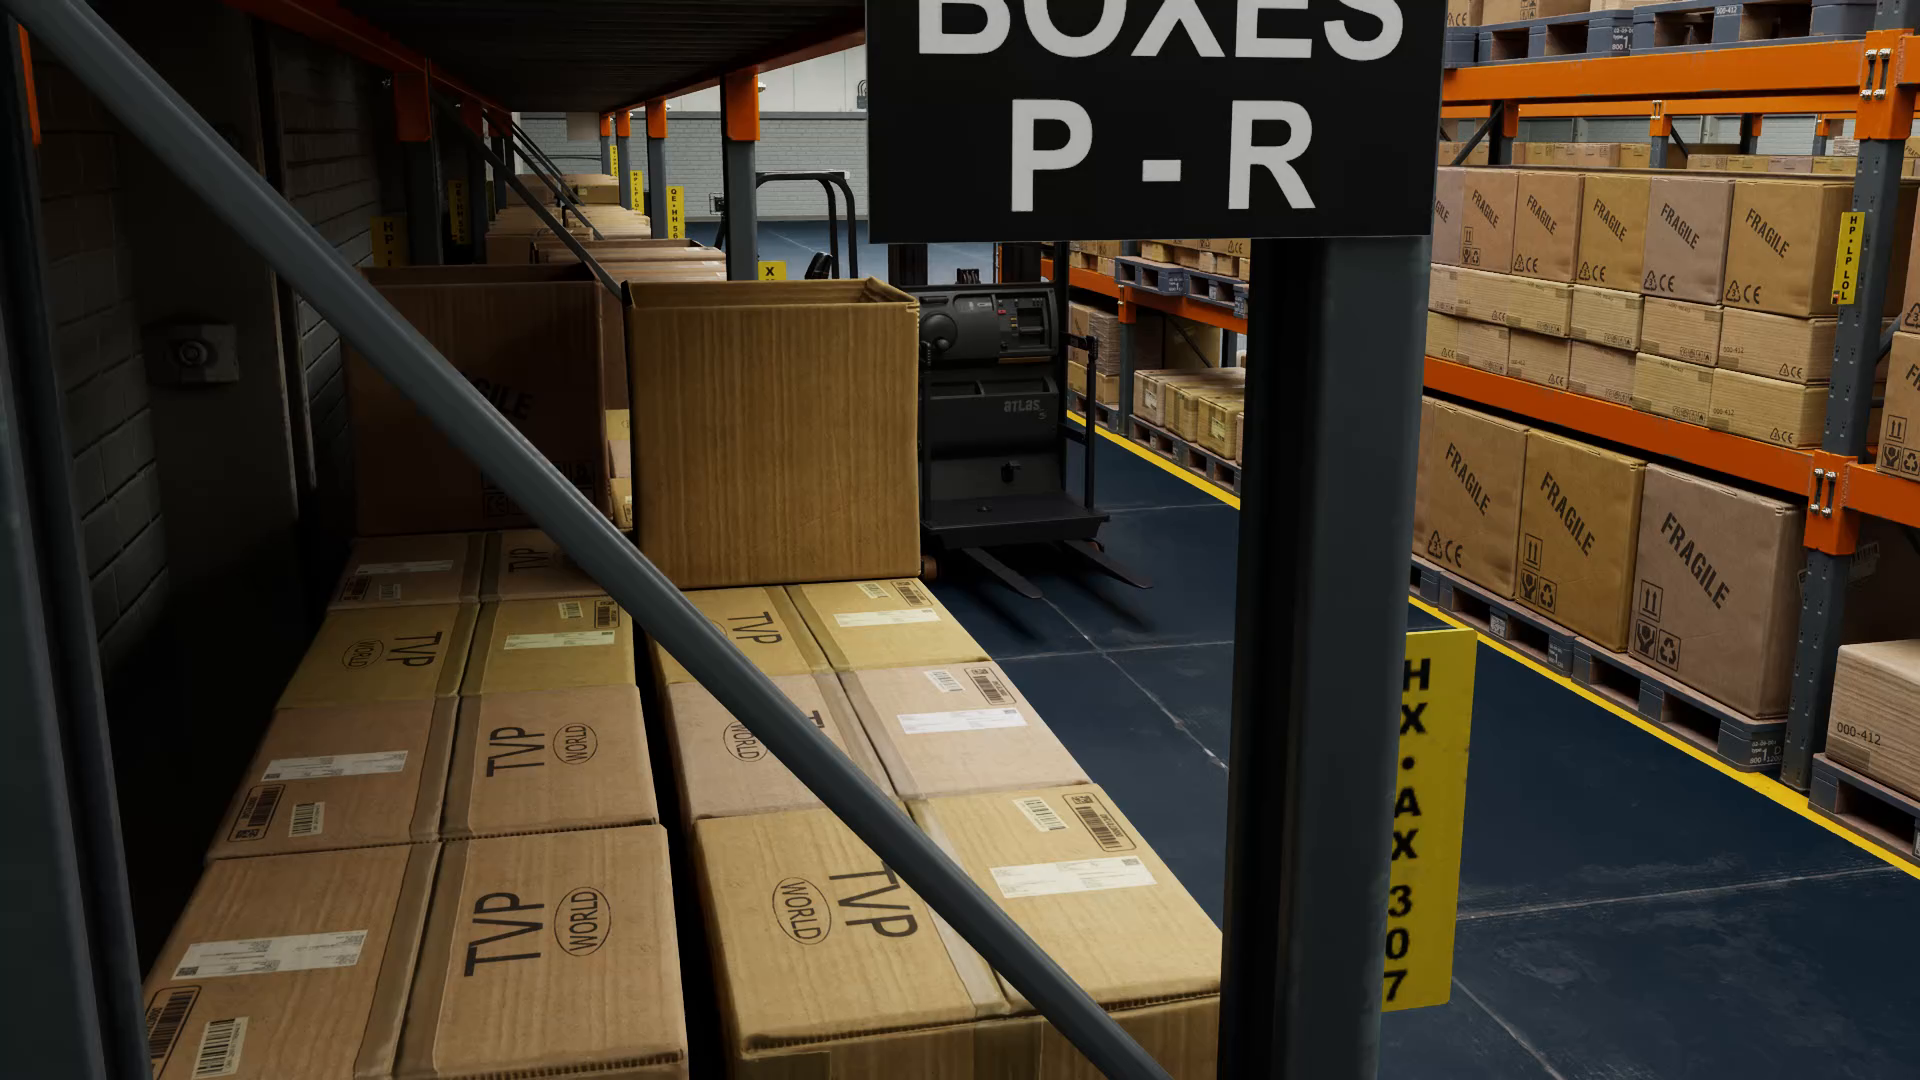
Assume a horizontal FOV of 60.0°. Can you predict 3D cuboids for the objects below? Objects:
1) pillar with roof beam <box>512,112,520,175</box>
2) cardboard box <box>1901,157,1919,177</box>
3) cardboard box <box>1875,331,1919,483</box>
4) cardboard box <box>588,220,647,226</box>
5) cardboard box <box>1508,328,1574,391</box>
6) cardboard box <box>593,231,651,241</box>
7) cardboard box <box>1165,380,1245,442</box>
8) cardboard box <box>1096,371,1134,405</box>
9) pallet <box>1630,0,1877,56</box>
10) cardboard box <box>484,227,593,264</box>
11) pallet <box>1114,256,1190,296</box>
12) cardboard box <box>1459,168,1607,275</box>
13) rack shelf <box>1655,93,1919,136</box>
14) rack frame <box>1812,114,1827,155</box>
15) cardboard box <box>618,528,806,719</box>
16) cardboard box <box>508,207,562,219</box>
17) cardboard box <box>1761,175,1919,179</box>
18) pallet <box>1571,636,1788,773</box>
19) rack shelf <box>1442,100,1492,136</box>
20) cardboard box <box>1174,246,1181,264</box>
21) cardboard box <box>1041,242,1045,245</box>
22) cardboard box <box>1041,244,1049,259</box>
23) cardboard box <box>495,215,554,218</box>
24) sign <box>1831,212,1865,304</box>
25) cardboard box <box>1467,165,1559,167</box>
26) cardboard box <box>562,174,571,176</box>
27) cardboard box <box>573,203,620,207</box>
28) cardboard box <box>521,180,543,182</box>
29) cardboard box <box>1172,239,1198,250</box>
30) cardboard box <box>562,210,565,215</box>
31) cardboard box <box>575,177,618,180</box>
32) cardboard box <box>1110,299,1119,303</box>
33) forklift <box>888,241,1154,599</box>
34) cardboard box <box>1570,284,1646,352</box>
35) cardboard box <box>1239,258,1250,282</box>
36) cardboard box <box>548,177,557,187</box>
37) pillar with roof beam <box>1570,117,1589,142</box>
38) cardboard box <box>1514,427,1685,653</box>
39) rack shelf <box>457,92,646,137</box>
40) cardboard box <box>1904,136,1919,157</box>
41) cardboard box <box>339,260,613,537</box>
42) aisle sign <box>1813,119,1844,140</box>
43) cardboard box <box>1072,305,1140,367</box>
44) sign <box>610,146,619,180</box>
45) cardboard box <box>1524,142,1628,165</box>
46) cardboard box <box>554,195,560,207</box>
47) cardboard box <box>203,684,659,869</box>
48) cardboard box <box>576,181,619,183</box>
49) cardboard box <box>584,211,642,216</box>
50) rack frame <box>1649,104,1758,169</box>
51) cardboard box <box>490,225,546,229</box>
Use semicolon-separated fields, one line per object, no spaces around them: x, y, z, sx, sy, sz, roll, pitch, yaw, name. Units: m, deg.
-6.091;-11.490;38.495;9.100;9.000;0.400;-3;14;-13;pillar with roof beam
7.226;-2.614;12.489;0.700;0.500;0.500;-4;14;-14;cardboard box
3.572;-0.445;5.716;0.500;0.500;0.500;-3;14;-11;cardboard box
-2.149;-1.915;10.367;0.380;0.149;0.250;-3;14;-12;cardboard box
3.022;-0.889;8.063;0.500;0.250;0.500;-3;14;-13;cardboard box
-1.836;-1.618;9.151;0.380;0.149;0.250;-3;14;-12;cardboard box
2.135;-1.005;12.874;0.950;0.372;0.625;-2;14;-10;cardboard box
1.437;-1.354;14.558;0.500;0.250;0.500;-3;14;-11;cardboard box
3.453;-2.092;6.752;0.805;0.209;1.217;-4;14;-15;pallet
-2.078;-1.289;8.288;0.500;0.500;0.500;-3;14;-11;cardboard box
1.875;-2.087;13.053;1.003;0.211;1.213;-3;14;-13;pallet
2.887;-1.614;8.397;0.500;0.500;0.500;-3;14;-12;cardboard box
7.095;-3.310;12.850;1.077;0.370;4.000;-3;14;-13;rack shelf
10.531;-3.840;19.823;1.000;3.000;0.127;-3;14;-13;rack frame
-0.395;0.140;3.222;0.500;0.250;0.500;-4;14;-15;cardboard box
-3.113;-2.358;12.179;0.380;0.149;0.250;-4;14;-14;cardboard box
3.746;-1.287;7.055;0.500;0.500;0.500;-3;14;-14;cardboard box
3.462;0.662;7.273;1.003;0.211;1.213;-3;14;-13;pallet
2.307;-3.011;11.626;1.077;0.370;4.000;-3;14;-13;rack shelf
1.851;-2.182;12.683;0.380;0.149;0.250;-2;14;-10;cardboard box
0.985;-3.119;16.035;0.500;0.500;0.500;-4;14;-14;cardboard box
0.941;-2.833;16.233;0.380;0.149;0.250;-3;14;-12;cardboard box
-2.865;-2.060;10.963;0.380;0.149;0.250;-3;14;-14;cardboard box
3.191;-1.010;5.970;0.100;0.325;0.005;-3;14;-13;sign
3.152;-1.871;9.449;0.500;0.500;0.500;-4;14;-15;cardboard box
-3.637;-3.447;16.011;0.380;0.149;0.250;-3;14;-13;cardboard box
-2.806;-2.539;12.921;0.380;0.149;0.250;-4;14;-14;cardboard box
-3.610;-2.888;13.722;0.380;0.149;0.250;-4;14;-14;cardboard box
1.890;-2.407;12.237;0.500;0.500;0.500;-3;14;-14;cardboard box
-3.322;-2.721;15.033;0.500;0.500;0.500;-4;14;-14;cardboard box
-3.240;-3.158;14.829;0.380;0.149;0.250;-3;14;-12;cardboard box
1.704;-1.991;15.584;0.500;0.500;0.500;-3;14;-10;cardboard box
0.196;-1.284;9.506;1.130;2.935;3.031;-5;14;-18;forklift
3.124;-1.011;7.508;0.500;0.250;0.500;-3;14;-12;cardboard box
2.105;-1.821;11.204;0.380;0.149;0.250;-3;14;-12;cardboard box
-3.821;-3.189;14.955;0.380;0.149;0.250;-3;14;-11;cardboard box
14.750;-14.150;49.383;9.100;9.000;0.548;-3;14;-13;pillar with roof beam
3.273;-0.037;7.851;0.875;0.875;0.875;-3;14;-12;cardboard box
-2.517;-2.733;10.490;1.077;0.370;4.000;-3;14;-13;rack shelf
10.624;-4.145;18.130;0.500;0.500;0.500;-3;14;-13;cardboard box
-1.017;-0.319;3.521;0.500;0.500;0.500;-4;14;-15;cardboard box
10.224;-5.100;19.504;0.394;0.787;0.004;-3;14;-13;aisle sign
1.316;-1.836;14.950;0.500;0.500;0.500;-3;14;-12;cardboard box
-3.395;-3.714;16.371;0.100;0.325;0.005;-3;14;-13;sign
6.204;-3.723;16.752;0.875;0.550;0.500;-3;14;-13;cardboard box
-3.926;-3.168;15.498;0.380;0.149;0.250;-4;14;-14;cardboard box
-0.654;0.399;2.161;0.500;0.250;0.500;-3;14;-13;cardboard box
-2.952;-2.864;13.625;0.380;0.149;0.250;-3;14;-12;cardboard box
-2.415;-2.213;11.587;0.380;0.149;0.250;-4;14;-15;cardboard box
6.625;-2.664;15.009;1.000;3.000;0.127;-3;14;-13;rack frame
-2.617;-1.762;9.740;0.380;0.149;0.250;-4;14;-14;cardboard box
